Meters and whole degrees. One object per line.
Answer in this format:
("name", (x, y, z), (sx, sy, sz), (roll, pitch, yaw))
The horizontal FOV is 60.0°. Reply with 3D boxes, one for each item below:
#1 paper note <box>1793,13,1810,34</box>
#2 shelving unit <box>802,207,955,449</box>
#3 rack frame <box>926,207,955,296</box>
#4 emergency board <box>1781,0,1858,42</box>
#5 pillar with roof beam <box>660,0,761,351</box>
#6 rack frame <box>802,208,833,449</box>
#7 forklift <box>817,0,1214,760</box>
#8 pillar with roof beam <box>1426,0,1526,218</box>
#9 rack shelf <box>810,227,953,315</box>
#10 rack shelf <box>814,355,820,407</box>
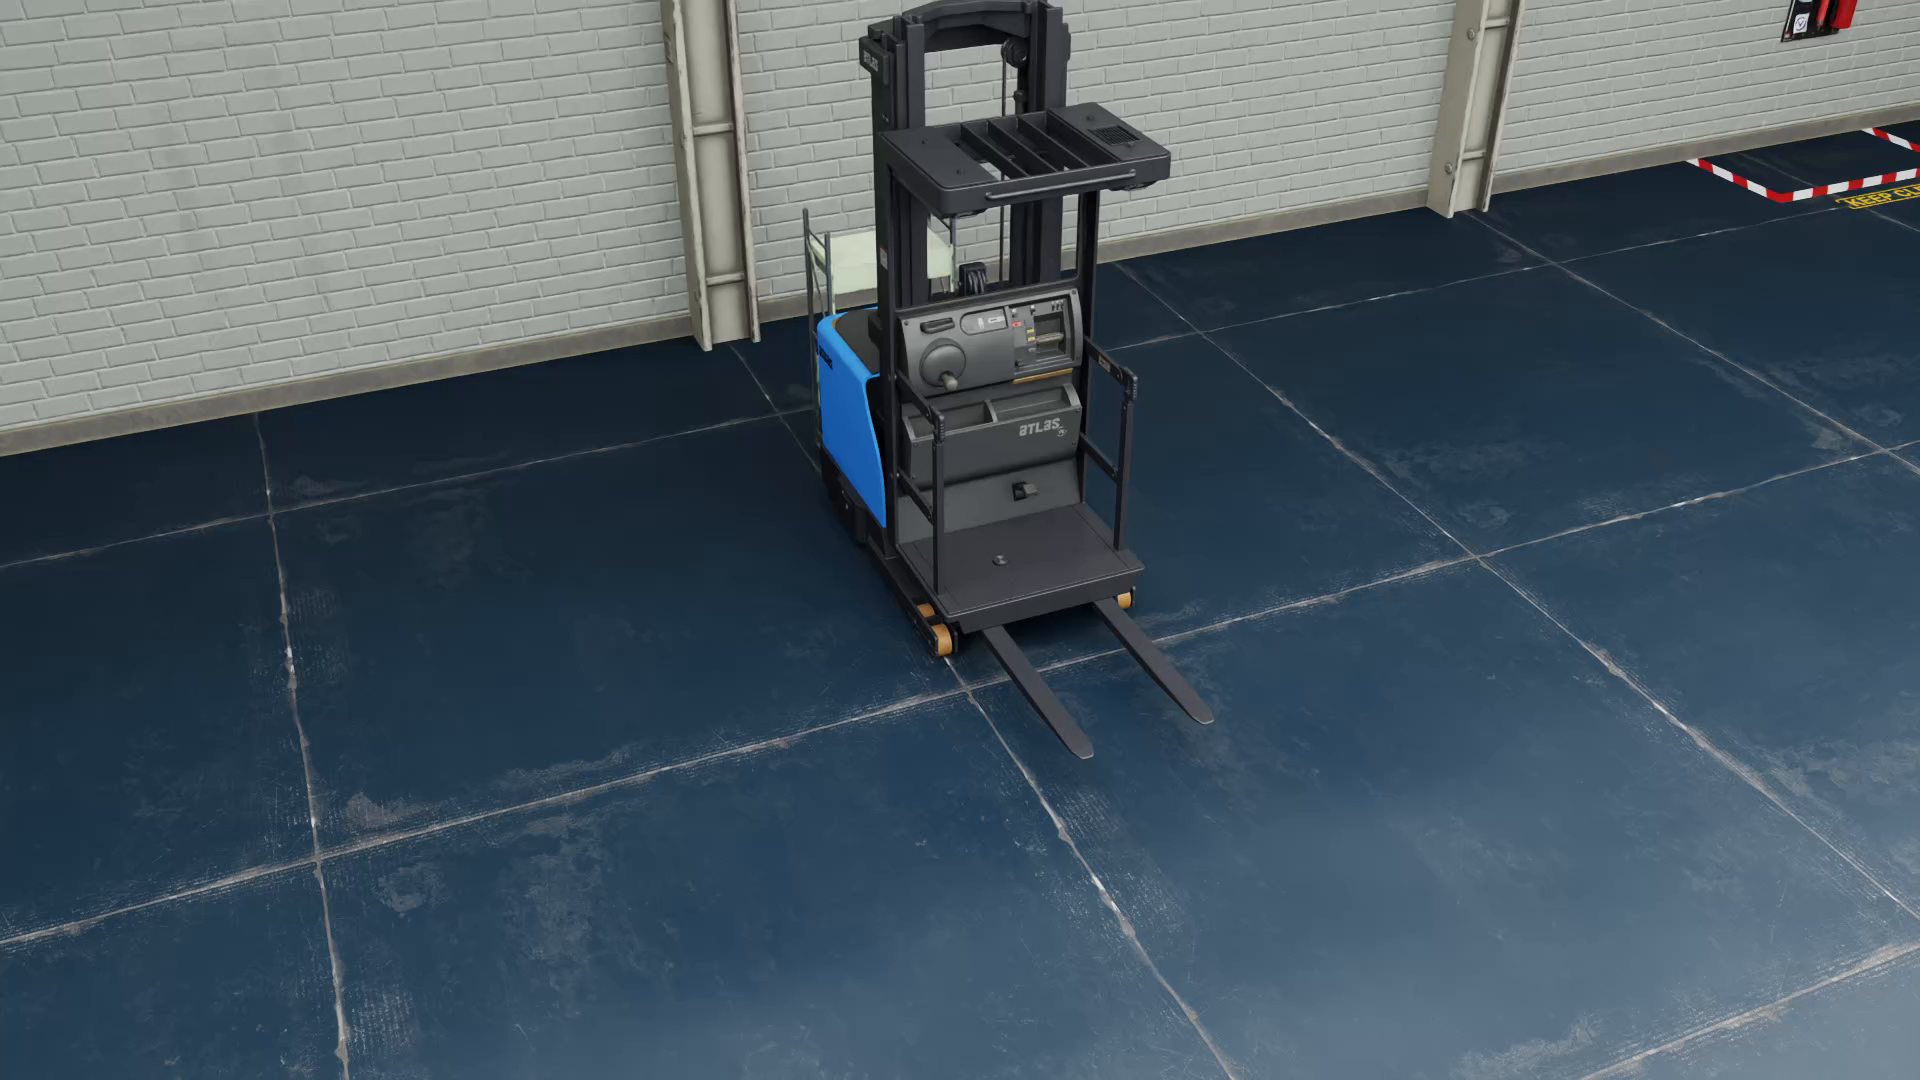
("paper note", (6.996, -4.294, 13.825), (0.142, 0.148, 0.016), (-13, 35, -19))
("shelving unit", (-0.452, -1.196, 9.631), (0.755, 1.500, 0.431), (-13, 35, -19))
("rack frame", (-0.115, -1.275, 9.752), (0.023, 1.500, 0.400), (-13, 35, -19))
("emergency board", (7.185, -4.666, 13.589), (0.643, 1.169, 0.194), (-13, 35, -19))
("pillar with roof beam", (0.081, -2.985, 5.504), (0.400, 9.000, 9.100), (-13, 35, -19))
("rack frame", (-0.789, -1.118, 9.511), (0.023, 1.500, 0.400), (-13, 35, -19))
("forklift", (0.247, -0.912, 7.882), (1.130, 2.935, 3.031), (-13, 35, -19))
("pillar with roof beam", (5.613, -4.252, 7.451), (0.400, 9.000, 9.100), (-13, 35, -19))
("rack shelf", (-0.452, -1.523, 9.418), (0.720, 0.370, 0.431), (-13, 35, -19))
("rack shelf", (-0.452, -0.923, 9.809), (0.720, 0.370, 0.431), (-13, 35, -19))
